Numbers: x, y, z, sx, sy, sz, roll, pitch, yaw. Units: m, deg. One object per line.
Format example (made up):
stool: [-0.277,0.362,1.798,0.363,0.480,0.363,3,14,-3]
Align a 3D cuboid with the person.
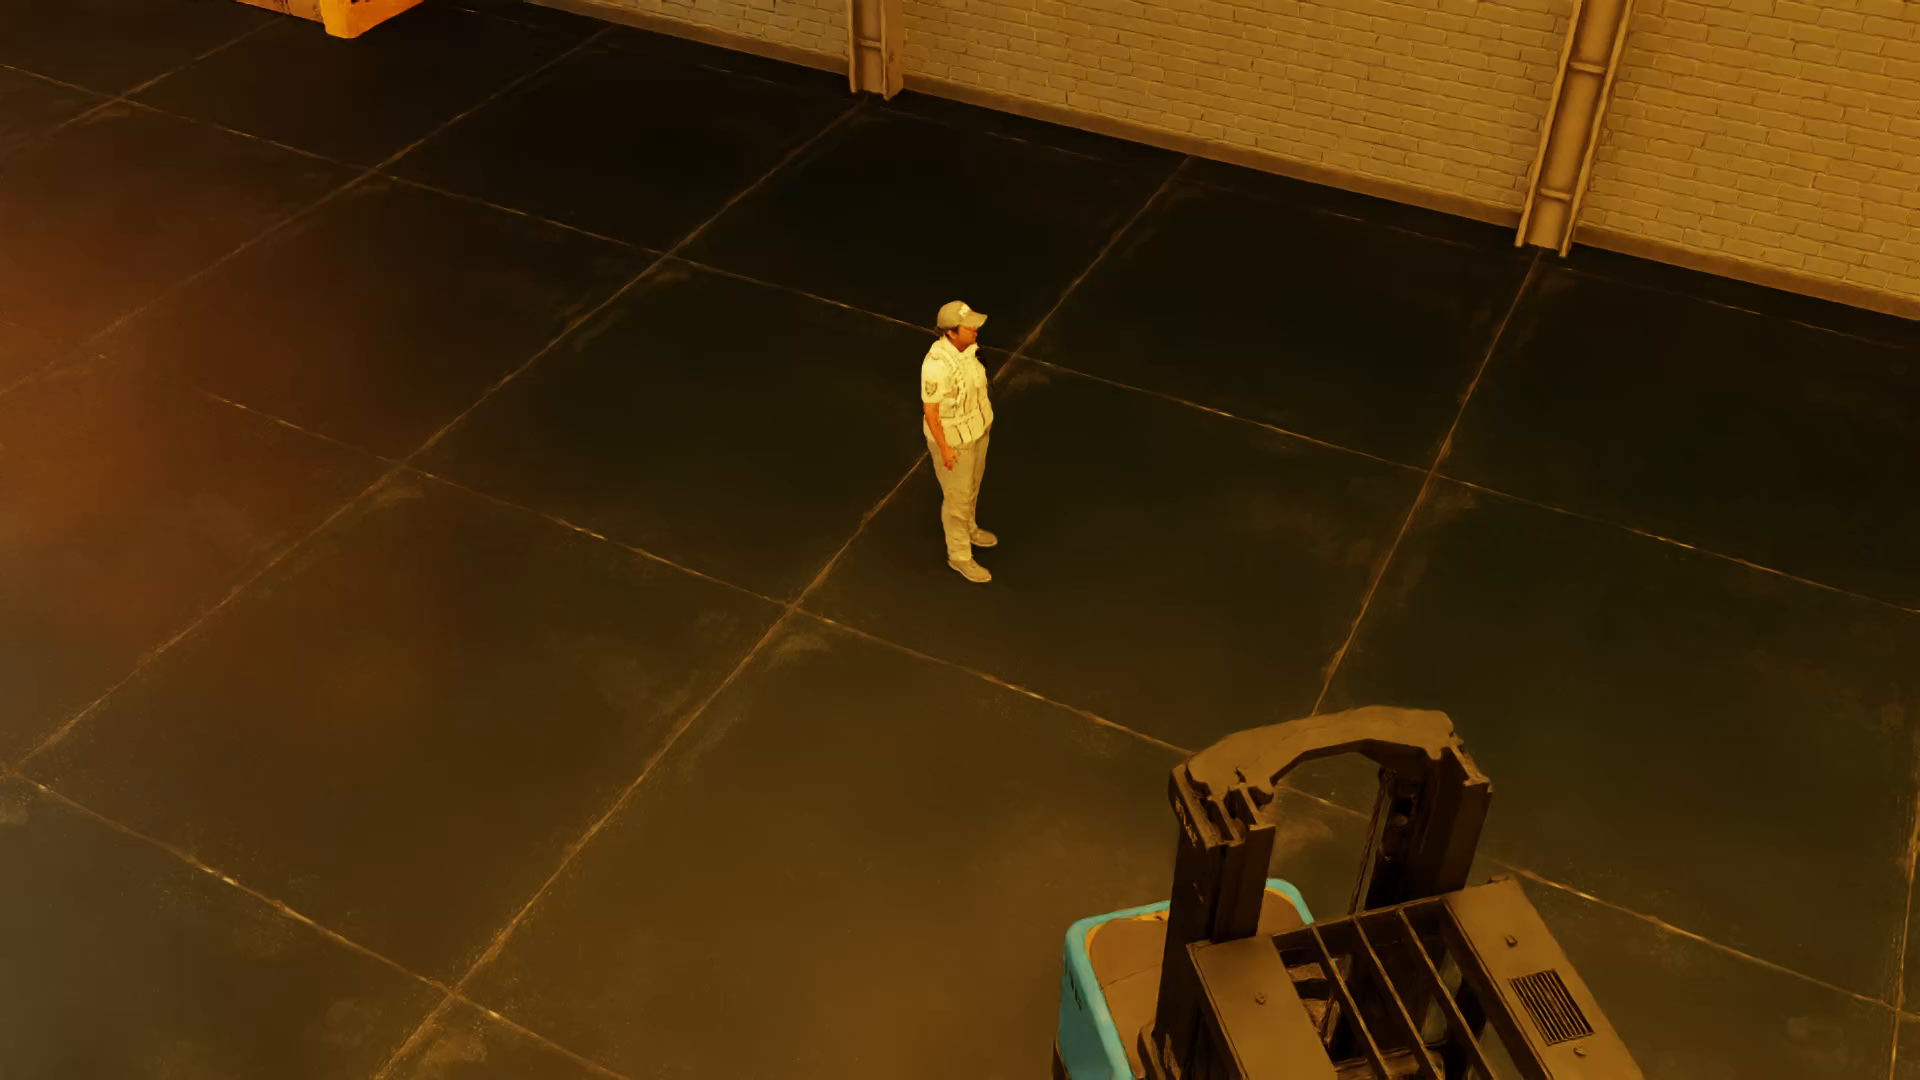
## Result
person: [0.058,-0.607,9.678,0.529,1.669,0.598,18,43,21]

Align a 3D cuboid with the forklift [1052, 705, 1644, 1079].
forklift: [1.273,2.095,5.499,1.130,2.935,3.031,-9,41,-11]
